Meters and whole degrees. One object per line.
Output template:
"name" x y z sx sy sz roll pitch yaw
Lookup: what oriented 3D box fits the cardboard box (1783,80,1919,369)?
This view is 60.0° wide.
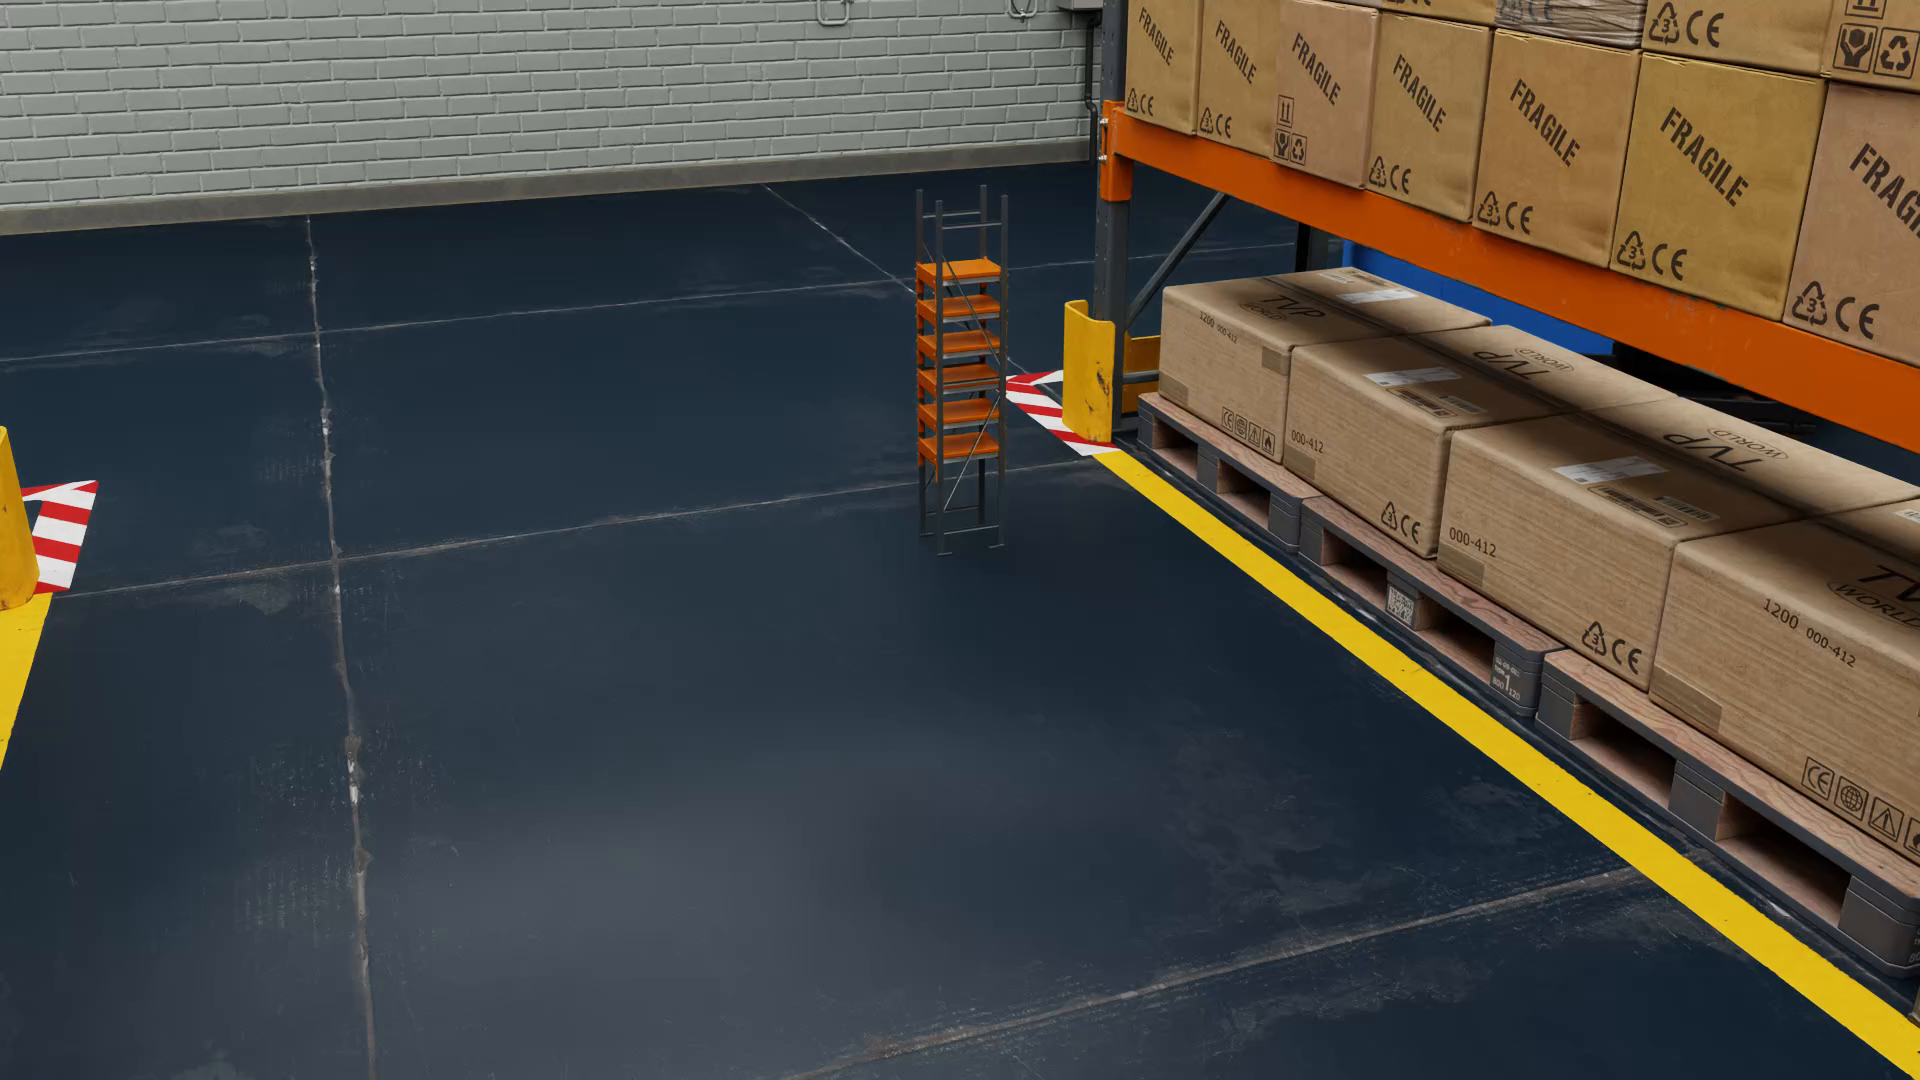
"cardboard box" 2.031 -0.623 3.237 0.500 0.500 0.500 -8 24 -19

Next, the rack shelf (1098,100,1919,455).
"rack shelf" 1.728 -0.838 4.803 1.077 0.370 4.000 -8 24 -19

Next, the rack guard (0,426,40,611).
"rack guard" -3.547 -0.001 5.109 1.175 0.500 0.348 -8 24 -19

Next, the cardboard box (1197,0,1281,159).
"cardboard box" 1.127 -1.549 5.434 0.500 0.500 0.500 -9 24 -20

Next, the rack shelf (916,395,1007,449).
"rack shelf" 0.005 -0.396 5.568 0.258 0.103 0.180 -8 24 -19

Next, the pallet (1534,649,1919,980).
"pallet" 2.239 0.555 4.162 1.003 0.211 1.213 -8 24 -19

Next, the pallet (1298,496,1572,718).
"pallet" 1.804 0.111 5.216 1.003 0.211 1.213 -8 24 -19

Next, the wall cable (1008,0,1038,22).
"wall cable" 0.330 -4.609 11.516 0.588 1.984 0.122 -8 24 -19

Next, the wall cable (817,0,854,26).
"wall cable" -0.993 -4.425 11.038 0.585 1.953 0.123 -8 24 -19

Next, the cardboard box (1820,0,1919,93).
"cardboard box" 2.009 -1.084 3.043 0.500 0.500 0.500 -9 24 -19

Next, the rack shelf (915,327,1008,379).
"rack shelf" 0.005 -0.617 5.475 0.258 0.103 0.180 -8 24 -19

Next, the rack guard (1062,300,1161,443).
"rack guard" 1.013 -0.753 6.894 1.175 0.500 0.348 -8 24 -19

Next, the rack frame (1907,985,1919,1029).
"rack frame" 2.434 -0.443 2.939 1.000 3.000 0.127 -8 24 -19

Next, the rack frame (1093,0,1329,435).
"rack frame" 1.021 -1.897 6.388 1.000 3.000 0.127 -8 24 -19

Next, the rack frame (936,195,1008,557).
"rack frame" 0.037 -0.514 5.426 0.240 1.200 0.006 -8 24 -19

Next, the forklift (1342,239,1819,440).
"forklift" 3.173 -1.976 6.664 3.031 2.935 1.130 4 23 10

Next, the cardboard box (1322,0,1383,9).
"cardboard box" 1.302 -1.817 4.783 0.500 0.500 0.500 -9 24 -19

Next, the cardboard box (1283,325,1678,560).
"cardboard box" 1.679 -0.352 5.481 0.875 0.438 0.875 -8 24 -18

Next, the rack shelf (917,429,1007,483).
"rack shelf" 0.005 -0.286 5.615 0.258 0.103 0.180 -8 24 -19

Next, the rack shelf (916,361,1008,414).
"rack shelf" 0.005 -0.507 5.522 0.258 0.103 0.180 -8 24 -19

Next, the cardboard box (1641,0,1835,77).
"cardboard box" 1.838 -1.269 3.483 0.500 0.500 0.500 -9 24 -20

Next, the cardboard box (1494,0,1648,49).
"cardboard box" 1.649 -1.453 3.919 0.500 0.500 0.500 -8 24 -18

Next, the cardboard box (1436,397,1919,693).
"cardboard box" 1.996 -0.024 4.703 0.875 0.438 0.875 -9 25 -21

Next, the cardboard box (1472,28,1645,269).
"cardboard box" 1.653 -0.990 4.107 0.500 0.500 0.500 -9 24 -20

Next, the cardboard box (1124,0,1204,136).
"cardboard box" 0.922 -1.729 5.861 0.500 0.500 0.500 -9 24 -19

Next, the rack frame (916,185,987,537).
"rack frame" -0.027 -0.581 5.583 0.240 1.200 0.006 -8 24 -19

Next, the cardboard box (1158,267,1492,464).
"cardboard box" 1.348 -0.683 6.267 0.875 0.438 0.875 -9 25 -21

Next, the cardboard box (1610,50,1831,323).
"cardboard box" 1.844 -0.809 3.678 0.500 0.500 0.500 -9 24 -20

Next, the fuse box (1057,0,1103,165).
"fuse box" 1.024 -3.584 12.050 0.539 1.711 0.414 -8 24 -19

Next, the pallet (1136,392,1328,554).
"pallet" 1.377 -0.332 6.266 1.003 0.211 1.213 -8 24 -19

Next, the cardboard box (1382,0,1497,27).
"cardboard box" 1.480 -1.636 4.354 0.500 0.500 0.500 -8 24 -19

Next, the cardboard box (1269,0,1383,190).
"cardboard box" 1.290 -1.362 4.990 0.500 0.500 0.500 -8 24 -19

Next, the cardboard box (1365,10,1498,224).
"cardboard box" 1.482 -1.182 4.563 0.500 0.500 0.500 -8 24 -17

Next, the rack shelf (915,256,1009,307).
"rack shelf" 0.005 -0.838 5.382 0.258 0.103 0.180 -8 24 -19

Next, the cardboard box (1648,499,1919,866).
"cardboard box" 2.313 0.301 3.932 0.875 0.438 0.875 -9 24 -20

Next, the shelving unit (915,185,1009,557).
"shelving unit" 0.005 -0.548 5.504 0.258 1.200 0.189 -8 24 -19

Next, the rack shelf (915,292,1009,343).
"rack shelf" 0.005 -0.728 5.429 0.258 0.103 0.180 -8 24 -19
